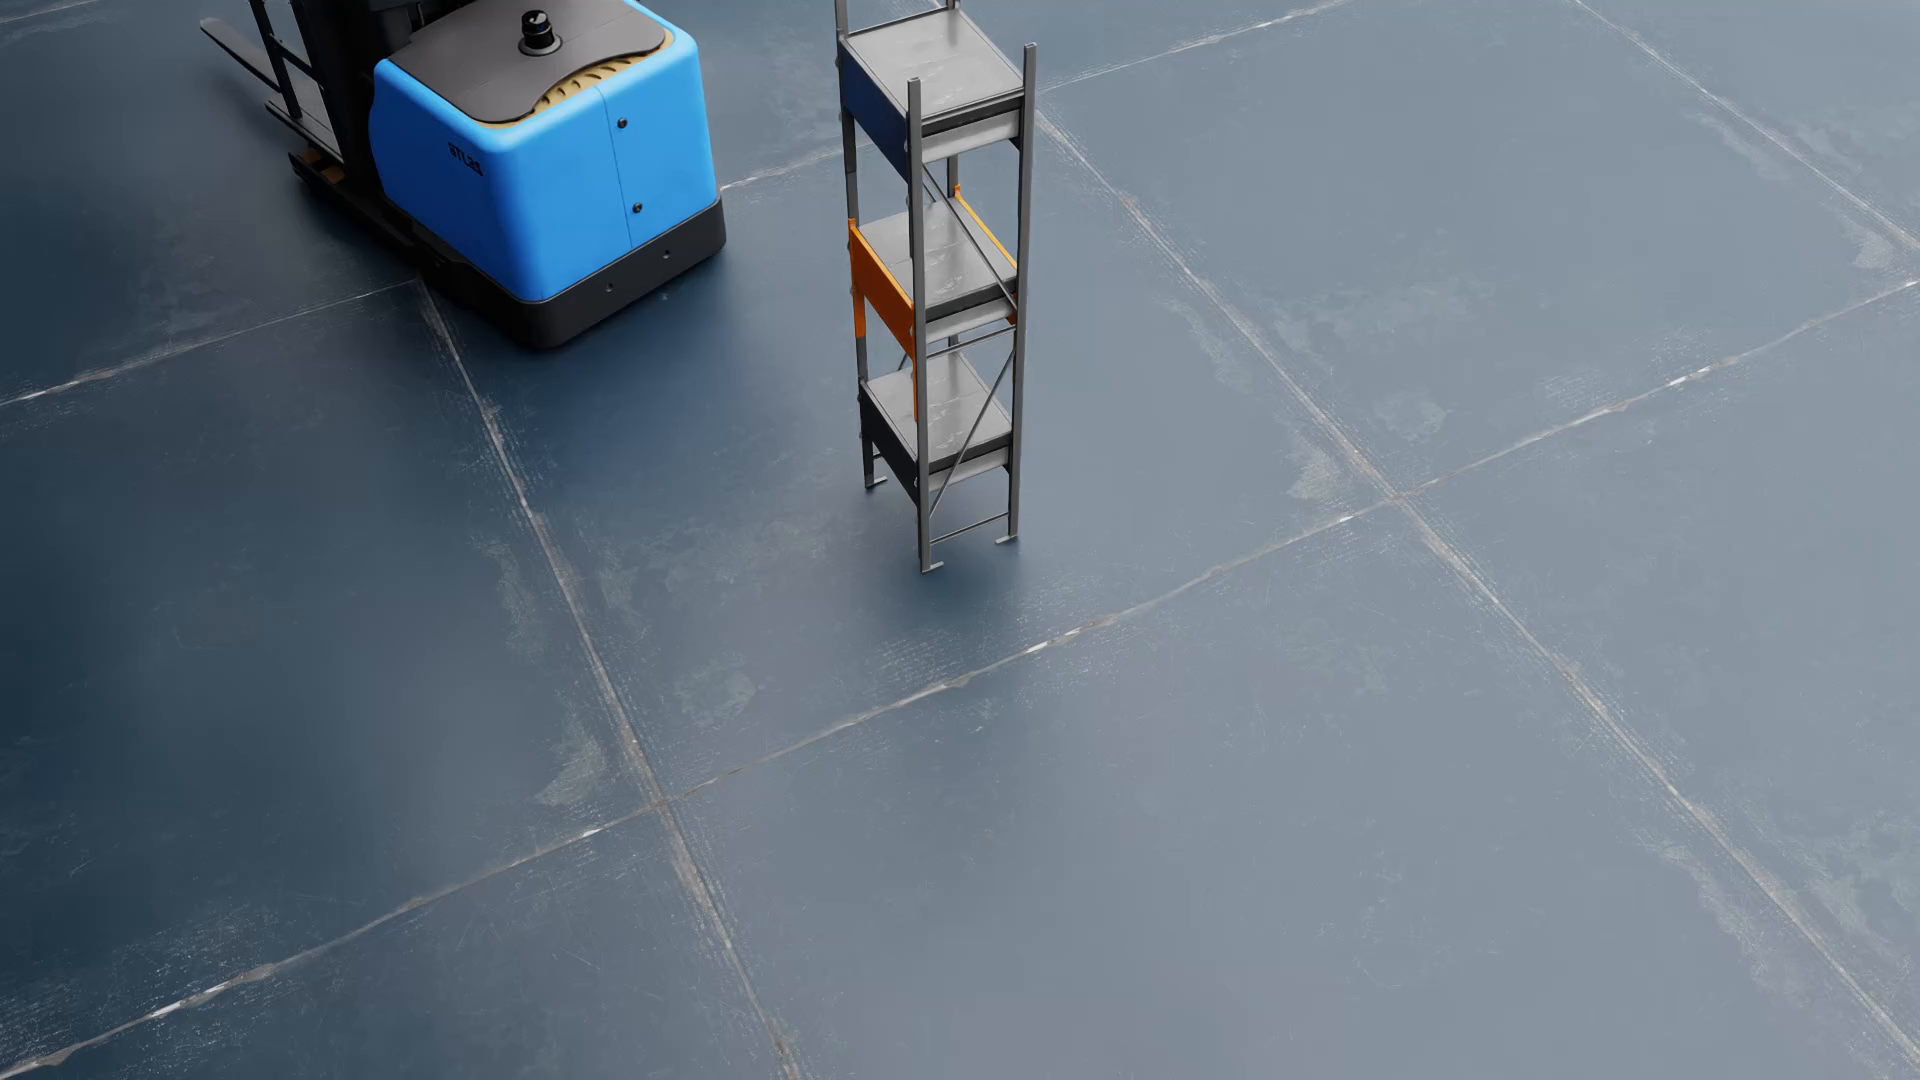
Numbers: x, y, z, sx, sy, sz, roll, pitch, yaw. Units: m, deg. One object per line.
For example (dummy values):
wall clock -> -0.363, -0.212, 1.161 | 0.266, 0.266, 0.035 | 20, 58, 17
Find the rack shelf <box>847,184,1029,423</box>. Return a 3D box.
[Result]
rack shelf -> -0.076, -0.793, 5.567 | 0.431, 0.518, 0.480 | -21, 52, -18

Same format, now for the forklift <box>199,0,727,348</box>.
forklift -> -2.431, -2.751, 6.709 | 3.031, 2.935, 1.130 | 36, 58, 27

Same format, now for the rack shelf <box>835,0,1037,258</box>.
rack shelf -> -0.076, -1.254, 5.040 | 0.431, 0.518, 0.480 | -21, 52, -18

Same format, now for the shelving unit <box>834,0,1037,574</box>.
shelving unit -> -0.076, -0.802, 5.557 | 0.431, 2.100, 0.503 | -21, 52, -18

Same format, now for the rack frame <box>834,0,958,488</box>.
rack frame -> -0.187, -0.965, 5.699 | 0.400, 2.100, 0.015 | -21, 52, -18

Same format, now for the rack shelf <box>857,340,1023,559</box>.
rack shelf -> -0.076, -0.332, 6.094 | 0.431, 0.518, 0.480 | -21, 52, -18

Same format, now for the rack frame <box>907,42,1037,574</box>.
rack frame -> 0.036, -0.639, 5.414 | 0.400, 2.100, 0.015 | -21, 52, -18
